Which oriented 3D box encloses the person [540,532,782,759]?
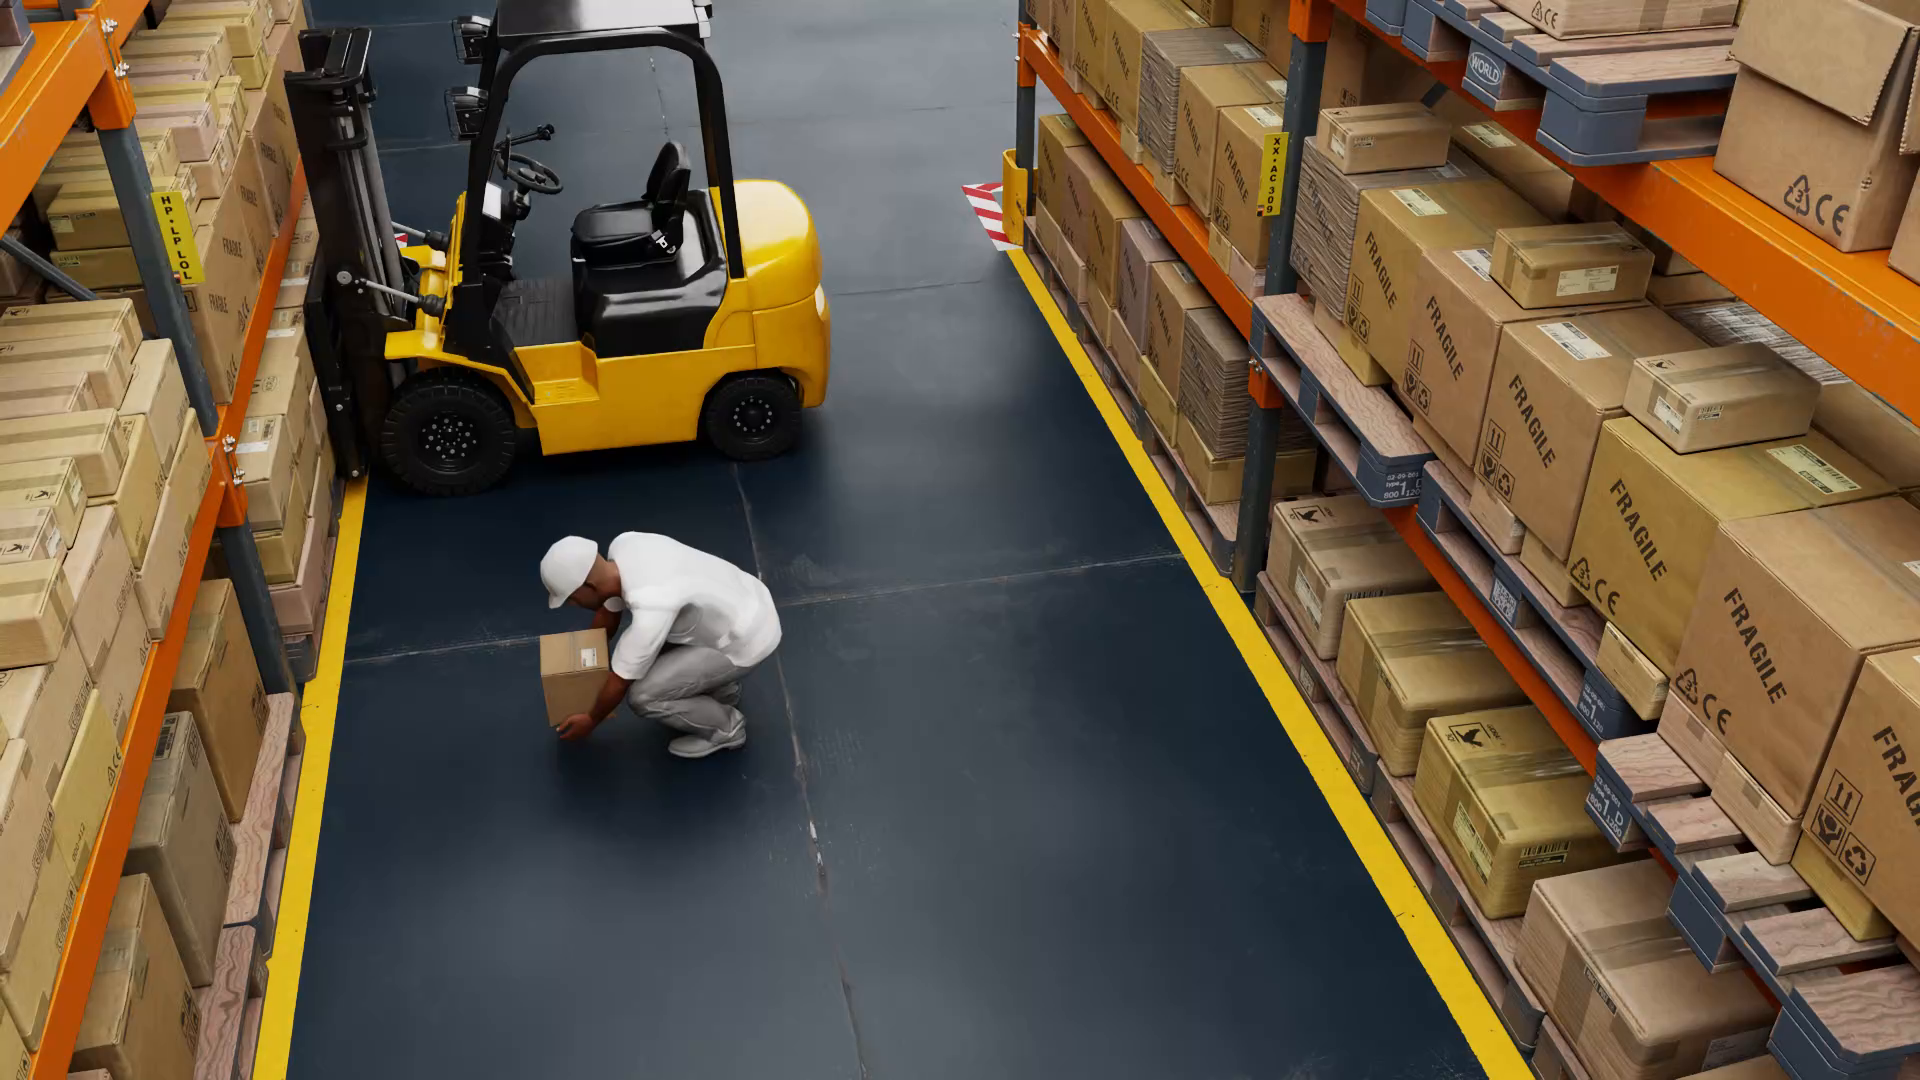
[{"bbox_3d":[-1.123,0.358,6.286,0.887,0.997,0.589,-7,35,-10],"label":"person"}]
